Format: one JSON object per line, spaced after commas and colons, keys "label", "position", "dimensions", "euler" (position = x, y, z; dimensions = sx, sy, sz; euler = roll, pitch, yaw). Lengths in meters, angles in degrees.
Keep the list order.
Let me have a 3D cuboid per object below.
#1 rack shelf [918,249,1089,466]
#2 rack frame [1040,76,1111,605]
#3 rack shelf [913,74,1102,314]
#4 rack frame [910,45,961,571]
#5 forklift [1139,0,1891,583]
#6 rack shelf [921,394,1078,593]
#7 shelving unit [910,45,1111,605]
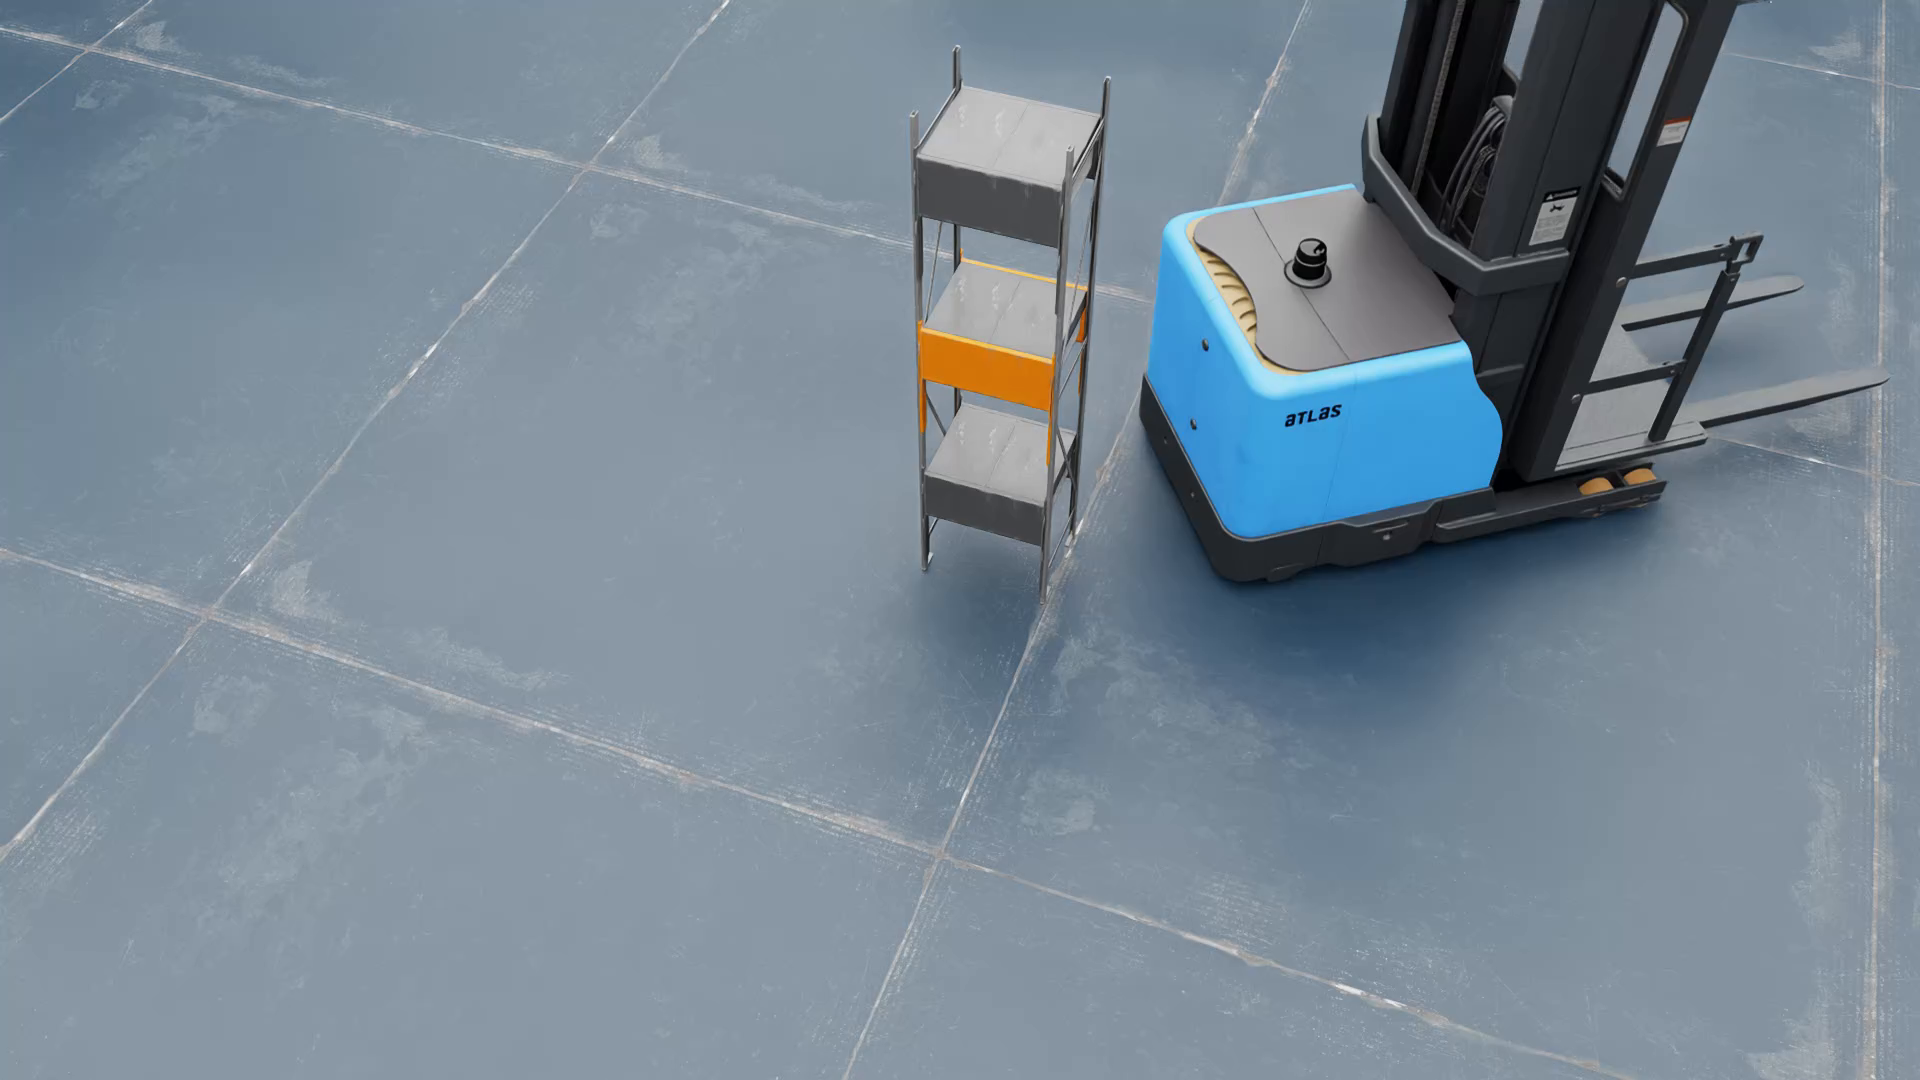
{"label": "rack shelf", "position": [0.155, -0.635, 5.796], "dimensions": [0.480, 0.518, 0.431], "euler": [16, 51, 13]}
{"label": "rack frame", "position": [0.384, -0.580, 5.730], "dimensions": [0.015, 2.100, 0.400], "euler": [16, 51, 13]}
{"label": "rack shelf", "position": [0.155, -1.094, 5.267], "dimensions": [0.480, 0.518, 0.431], "euler": [16, 51, 13]}
{"label": "rack frame", "position": [-0.074, -0.708, 5.841], "dimensions": [0.015, 2.100, 0.400], "euler": [16, 51, 13]}
{"label": "forklift", "position": [2.326, -1.424, 5.912], "dimensions": [3.031, 2.935, 1.130], "euler": [-12, 50, -10]}
{"label": "rack shelf", "position": [0.155, -0.177, 6.325], "dimensions": [0.480, 0.518, 0.431], "euler": [16, 51, 13]}
{"label": "shelving unit", "position": [0.155, -0.644, 5.786], "dimensions": [0.503, 2.100, 0.431], "euler": [16, 51, 13]}
